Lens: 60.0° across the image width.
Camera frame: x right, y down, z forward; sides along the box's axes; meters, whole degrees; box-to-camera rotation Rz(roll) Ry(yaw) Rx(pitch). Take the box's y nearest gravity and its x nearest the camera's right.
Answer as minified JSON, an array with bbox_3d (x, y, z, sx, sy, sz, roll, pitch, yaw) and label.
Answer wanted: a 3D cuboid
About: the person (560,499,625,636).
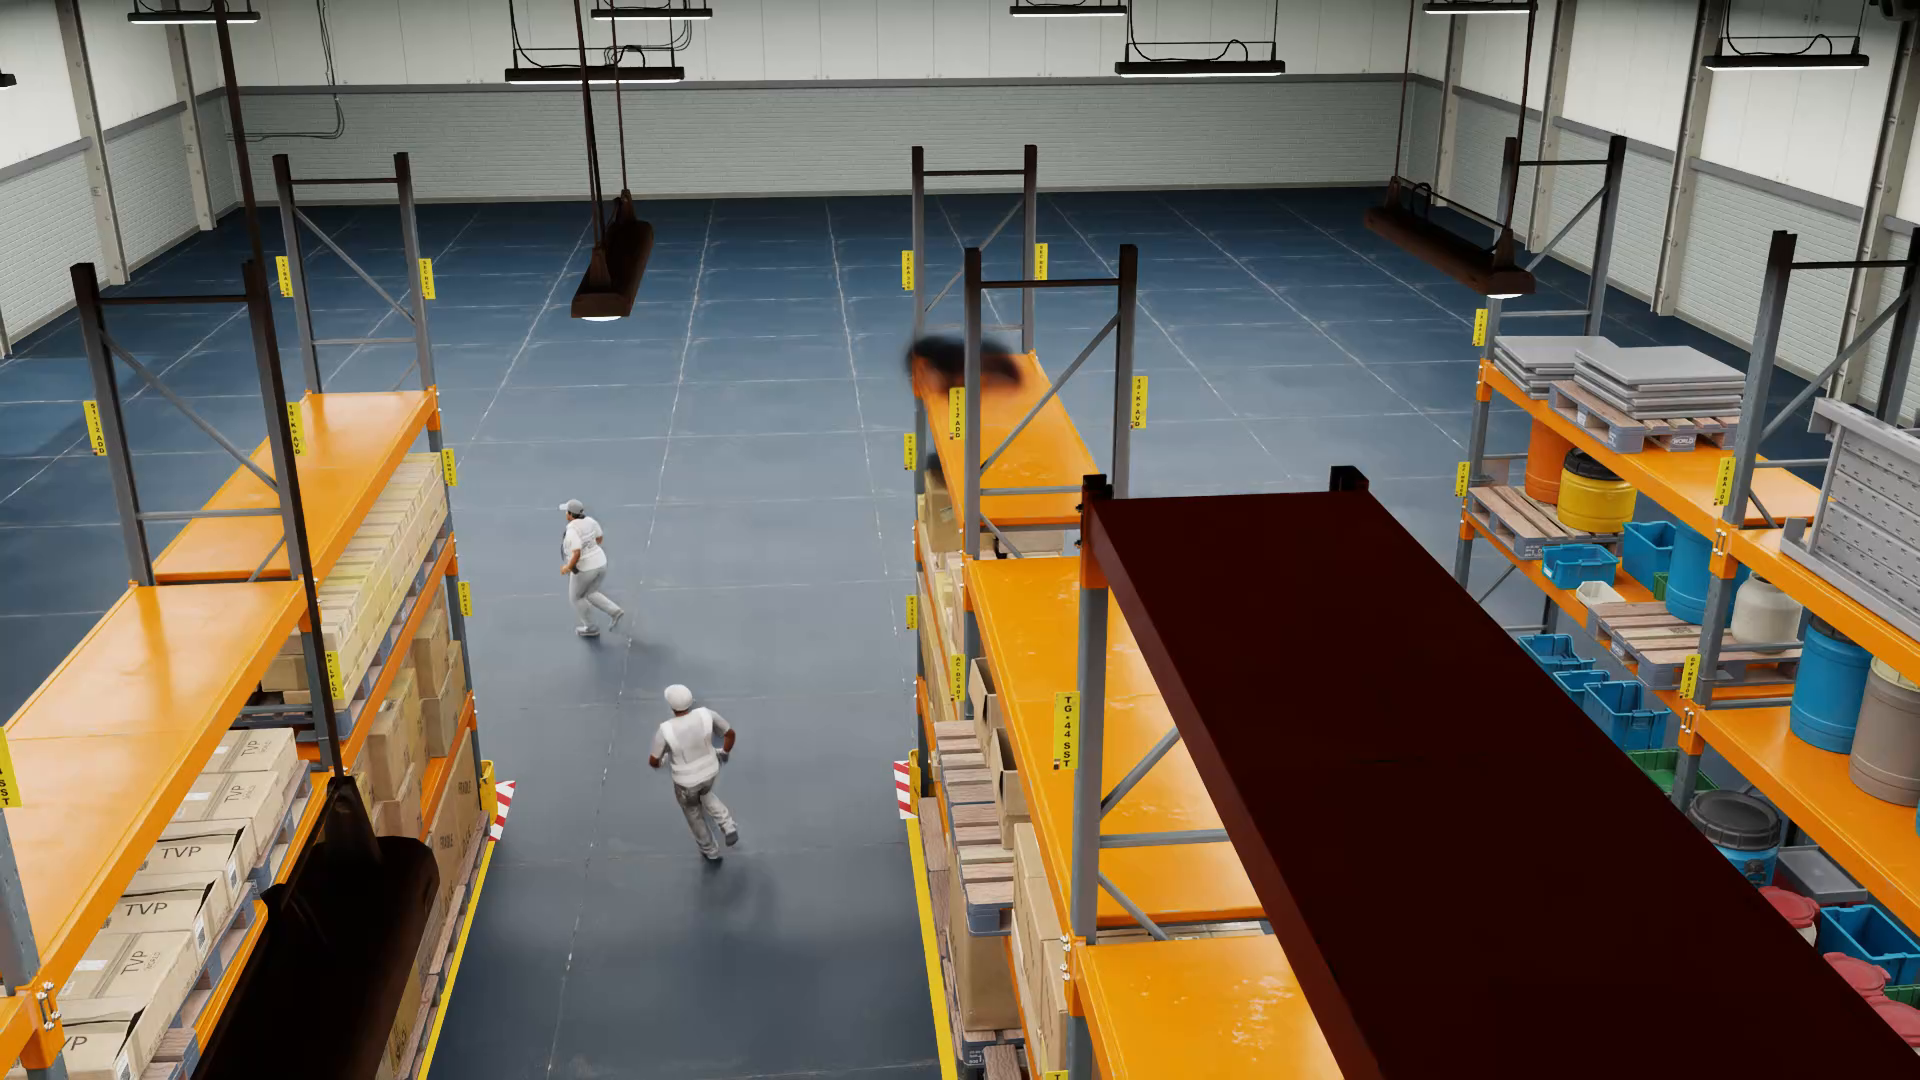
[{"bbox_3d":[-4.143,0.326,18.677,0.652,1.614,0.608,9,23,21],"label":"person"}]

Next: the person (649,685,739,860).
[{"bbox_3d":[-2.320,1.994,14.281,0.730,1.721,0.561,-17,27,-37],"label":"person"}]
